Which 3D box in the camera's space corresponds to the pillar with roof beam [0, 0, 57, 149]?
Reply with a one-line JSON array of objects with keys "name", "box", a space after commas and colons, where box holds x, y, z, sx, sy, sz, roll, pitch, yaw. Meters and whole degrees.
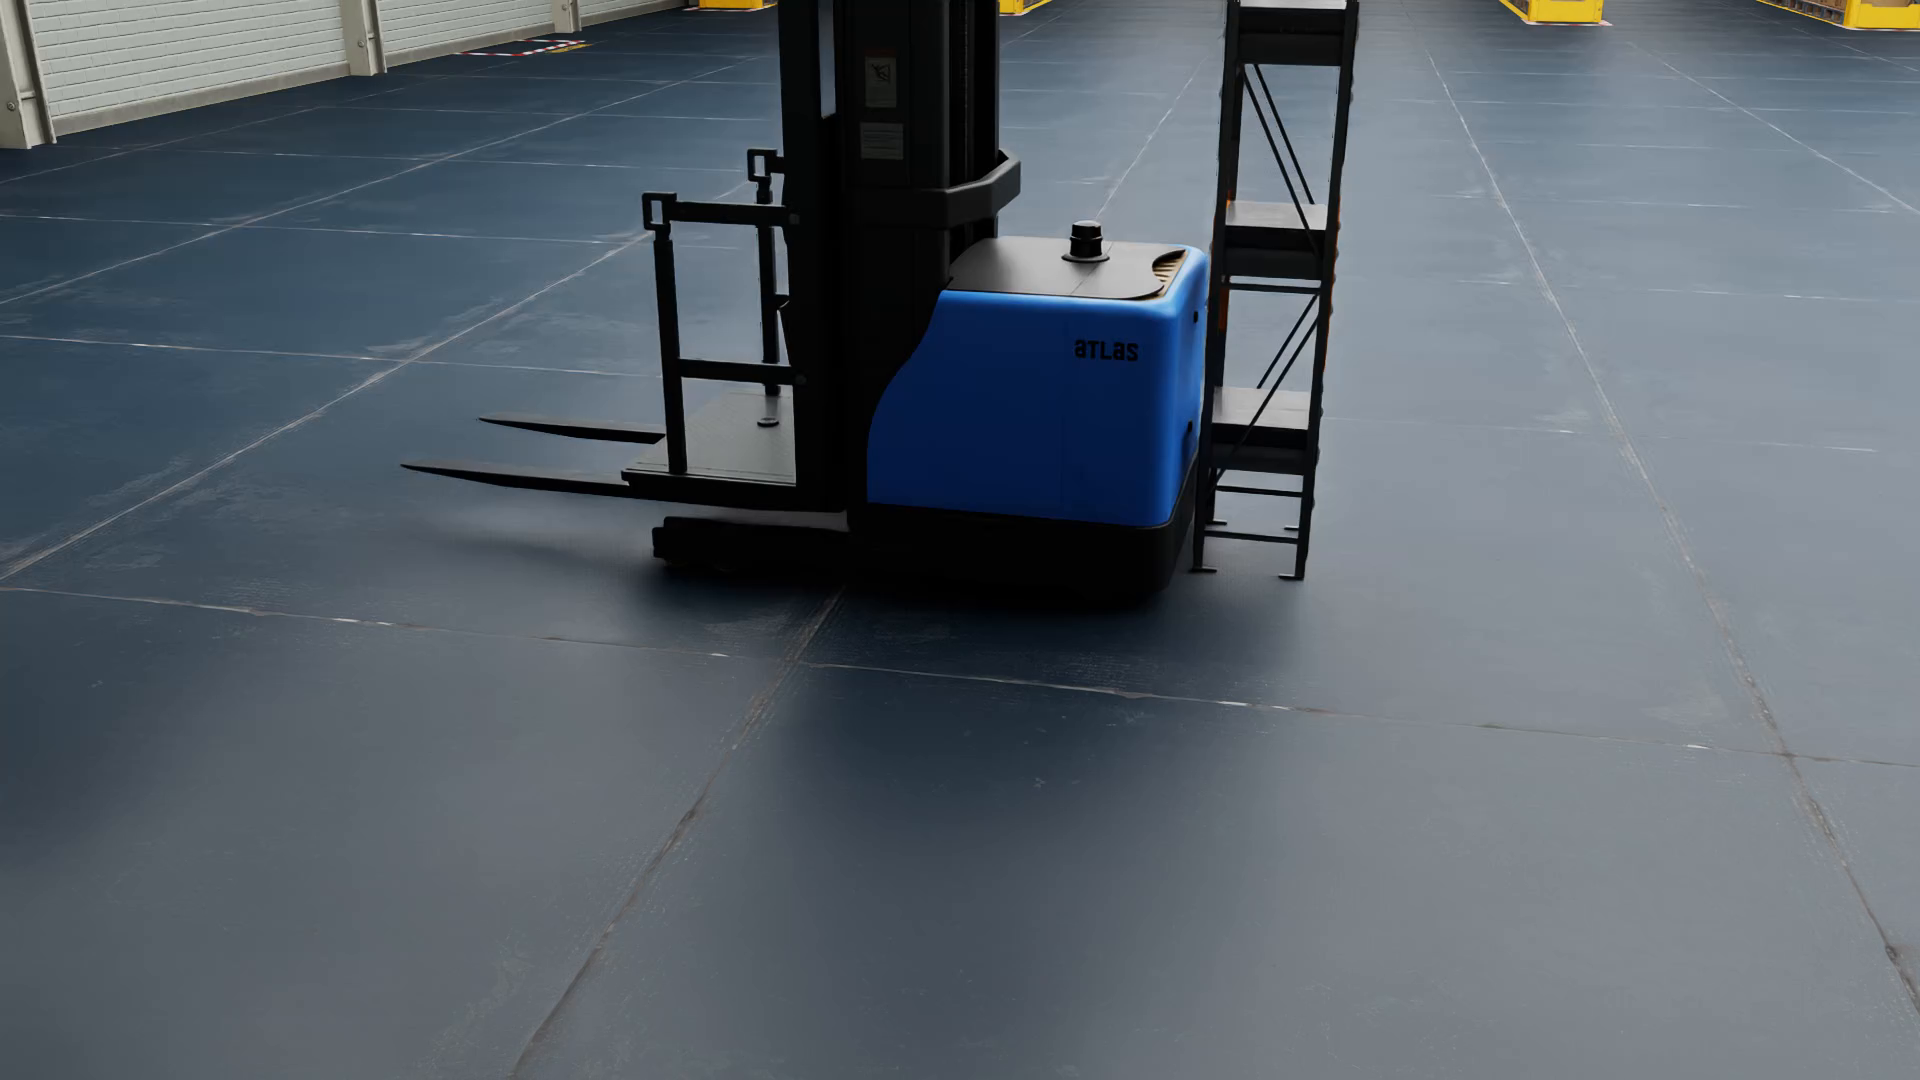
[{"name": "pillar with roof beam", "box": [-4.460, -7.520, 12.981, 9.100, 9.000, 0.400, 4, 22, 11]}]

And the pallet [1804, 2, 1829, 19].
[{"name": "pallet", "box": [15.423, -9.229, 28.986, 1.003, 0.211, 1.213, 4, 22, 11]}]

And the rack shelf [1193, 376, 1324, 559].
[{"name": "rack shelf", "box": [1.102, -0.276, 6.134, 0.431, 0.518, 0.480, 5, 23, 12]}]

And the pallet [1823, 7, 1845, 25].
[{"name": "pallet", "box": [15.171, -8.784, 27.881, 1.003, 0.211, 1.213, 4, 22, 11]}]

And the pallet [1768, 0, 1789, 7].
[{"name": "pallet", "box": [15.985, -10.236, 31.487, 1.003, 0.211, 1.213, 4, 22, 11]}]

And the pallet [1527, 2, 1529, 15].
[{"name": "pallet", "box": [10.466, -9.223, 28.971, 1.003, 0.211, 1.213, 4, 22, 11]}]

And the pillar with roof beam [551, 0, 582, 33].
[{"name": "pillar with roof beam", "box": [-2.011, -11.909, 23.878, 9.100, 9.000, 0.400, 4, 22, 11]}]

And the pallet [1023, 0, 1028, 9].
[{"name": "pallet", "box": [0.668, -9.940, 30.752, 1.003, 0.211, 1.213, 4, 22, 11]}]

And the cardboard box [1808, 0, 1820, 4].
[{"name": "cardboard box", "box": [15.524, -9.896, 29.193, 0.875, 0.875, 0.875, 5, 22, 11]}]

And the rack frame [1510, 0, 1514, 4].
[{"name": "rack frame", "box": [11.066, -11.657, 31.282, 1.000, 3.000, 0.127, 4, 22, 11]}]

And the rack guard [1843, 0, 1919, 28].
[{"name": "rack guard", "box": [15.080, -8.611, 27.064, 1.175, 0.500, 0.348, 4, 22, 11]}]

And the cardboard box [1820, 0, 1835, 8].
[{"name": "cardboard box", "box": [15.336, -9.563, 28.365, 0.875, 0.875, 0.875, 4, 22, 10]}]

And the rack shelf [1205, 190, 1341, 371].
[{"name": "rack shelf", "box": [1.108, -0.925, 5.871, 0.431, 0.518, 0.480, 5, 23, 12]}]

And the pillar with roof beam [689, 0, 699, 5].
[{"name": "pillar with roof beam", "box": [-0.787, -14.103, 29.326, 9.100, 9.000, 0.400, 4, 22, 11]}]

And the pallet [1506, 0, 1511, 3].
[{"name": "pallet", "box": [11.223, -10.648, 32.510, 1.003, 0.211, 1.213, 4, 22, 11]}]

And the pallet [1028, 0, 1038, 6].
[{"name": "pallet", "box": [0.919, -10.385, 31.856, 1.003, 0.211, 1.213, 4, 22, 11]}]

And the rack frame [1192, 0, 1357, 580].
[{"name": "rack frame", "box": [1.053, -0.849, 5.645, 0.400, 2.100, 0.015, 5, 23, 12]}]

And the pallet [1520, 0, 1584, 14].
[{"name": "pallet", "box": [10.717, -9.668, 30.075, 1.003, 0.211, 1.213, 4, 22, 11]}]

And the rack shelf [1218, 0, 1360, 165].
[{"name": "rack shelf", "box": [1.113, -1.574, 5.608, 0.431, 0.518, 0.480, 5, 23, 12]}]

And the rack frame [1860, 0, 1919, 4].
[{"name": "rack frame", "box": [15.085, -9.779, 26.619, 1.000, 3.000, 0.127, 4, 22, 11]}]

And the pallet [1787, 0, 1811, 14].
[{"name": "pallet", "box": [15.669, -9.676, 30.097, 1.003, 0.211, 1.213, 4, 22, 11]}]

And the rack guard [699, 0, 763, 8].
[{"name": "rack guard", "box": [-4.282, -10.195, 30.999, 1.175, 0.500, 0.348, 4, 22, 11]}]

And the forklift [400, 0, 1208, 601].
[{"name": "forklift", "box": [-0.639, -1.429, 5.979, 3.031, 2.935, 1.130, 5, 23, 13]}]

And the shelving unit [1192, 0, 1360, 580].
[{"name": "shelving unit", "box": [1.108, -0.938, 5.866, 0.431, 2.100, 0.503, 5, 23, 12]}]

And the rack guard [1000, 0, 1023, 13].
[{"name": "rack guard", "box": [0.548, -9.782, 29.973, 1.175, 0.500, 0.348, 4, 22, 11]}]

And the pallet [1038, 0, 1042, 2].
[{"name": "pallet", "box": [1.166, -10.832, 32.967, 1.003, 0.211, 1.213, 4, 22, 11]}]

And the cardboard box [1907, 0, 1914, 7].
[{"name": "cardboard box", "box": [16.589, -9.438, 29.114, 0.500, 0.500, 0.500, 8, 23, 20]}]

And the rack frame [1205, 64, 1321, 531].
[{"name": "rack frame", "box": [1.162, -1.027, 6.087, 0.400, 2.100, 0.015, 5, 23, 12]}]

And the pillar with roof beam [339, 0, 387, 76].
[{"name": "pillar with roof beam", "box": [-3.236, -9.715, 18.429, 9.100, 9.000, 0.400, 4, 22, 11]}]

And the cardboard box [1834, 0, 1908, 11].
[{"name": "cardboard box", "box": [15.159, -9.241, 27.566, 0.875, 0.875, 0.875, 5, 22, 11]}]

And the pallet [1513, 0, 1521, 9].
[{"name": "pallet", "box": [10.964, -10.115, 31.187, 1.003, 0.211, 1.213, 4, 22, 11]}]

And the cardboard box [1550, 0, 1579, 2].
[{"name": "cardboard box", "box": [10.394, -9.456, 28.602, 0.500, 0.500, 0.500, 9, 24, 21]}]

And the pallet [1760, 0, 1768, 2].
[{"name": "pallet", "box": [16.231, -10.684, 32.599, 1.003, 0.211, 1.213, 4, 22, 11]}]

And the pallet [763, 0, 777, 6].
[{"name": "pallet", "box": [-4.082, -10.355, 31.784, 1.003, 0.211, 1.213, 4, 22, 11]}]

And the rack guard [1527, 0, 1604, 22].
[{"name": "rack guard", "box": [10.265, -9.062, 28.186, 1.175, 0.500, 0.348, 4, 22, 11]}]
